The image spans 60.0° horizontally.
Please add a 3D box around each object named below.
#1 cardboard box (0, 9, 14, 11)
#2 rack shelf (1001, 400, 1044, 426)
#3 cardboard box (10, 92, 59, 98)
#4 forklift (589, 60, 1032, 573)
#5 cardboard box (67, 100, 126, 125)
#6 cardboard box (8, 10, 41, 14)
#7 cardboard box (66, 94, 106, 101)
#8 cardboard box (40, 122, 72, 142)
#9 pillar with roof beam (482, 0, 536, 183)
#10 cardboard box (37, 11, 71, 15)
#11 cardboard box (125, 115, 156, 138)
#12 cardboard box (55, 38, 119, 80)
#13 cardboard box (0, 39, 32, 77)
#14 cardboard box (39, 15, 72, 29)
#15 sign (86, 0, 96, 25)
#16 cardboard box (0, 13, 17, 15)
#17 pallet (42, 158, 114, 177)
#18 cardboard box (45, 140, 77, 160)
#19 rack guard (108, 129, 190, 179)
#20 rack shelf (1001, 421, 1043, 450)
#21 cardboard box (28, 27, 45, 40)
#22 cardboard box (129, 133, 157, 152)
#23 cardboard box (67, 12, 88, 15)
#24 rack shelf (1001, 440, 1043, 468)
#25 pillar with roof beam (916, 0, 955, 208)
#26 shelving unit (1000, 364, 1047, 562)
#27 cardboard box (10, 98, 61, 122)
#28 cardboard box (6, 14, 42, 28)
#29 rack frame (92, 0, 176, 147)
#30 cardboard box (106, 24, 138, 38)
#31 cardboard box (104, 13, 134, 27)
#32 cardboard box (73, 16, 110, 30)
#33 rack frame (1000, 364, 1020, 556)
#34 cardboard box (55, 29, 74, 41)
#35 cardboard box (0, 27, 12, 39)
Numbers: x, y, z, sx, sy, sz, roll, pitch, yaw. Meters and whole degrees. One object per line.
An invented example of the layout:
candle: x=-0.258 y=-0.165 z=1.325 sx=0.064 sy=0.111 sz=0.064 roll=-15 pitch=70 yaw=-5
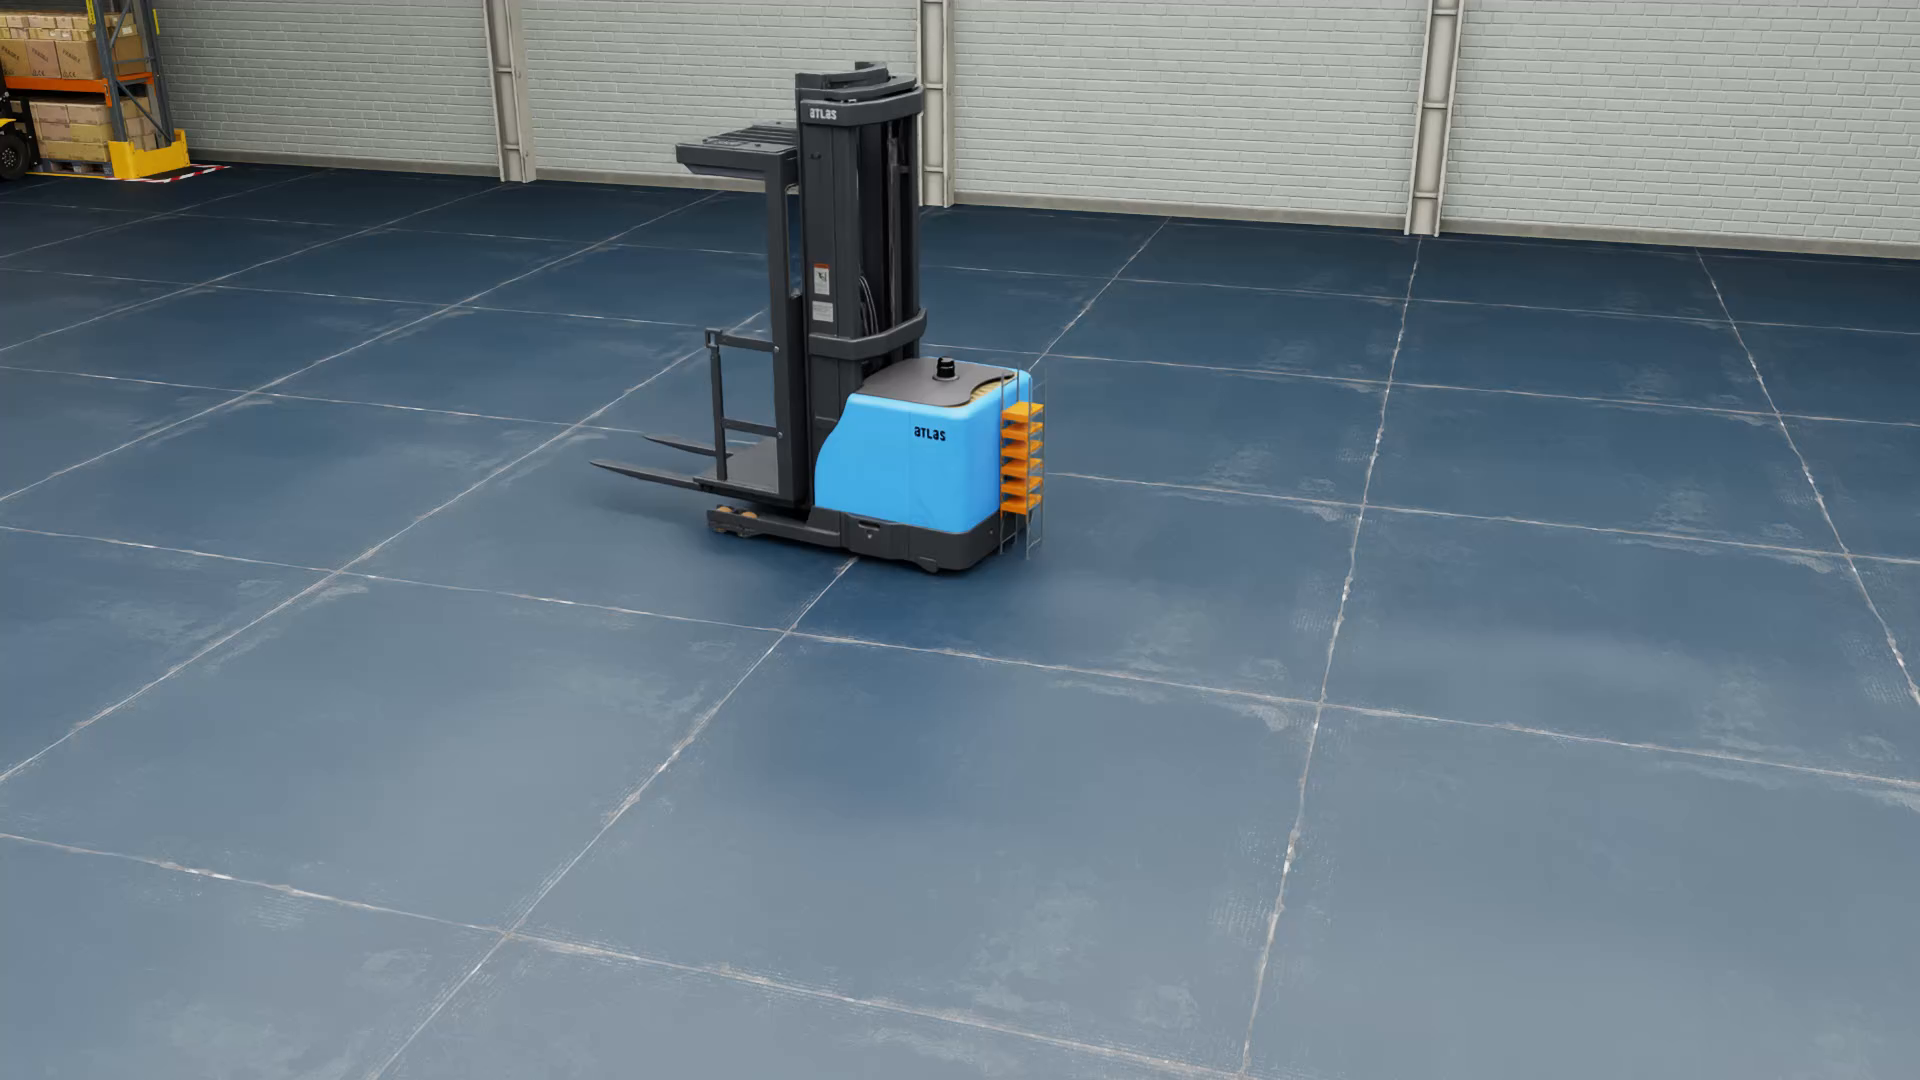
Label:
cardboard box: x=-13.603 y=-7.423 z=23.534 sx=0.250 sy=0.149 sz=0.380 roll=6 pitch=23 yaw=15
rack shelf: x=0.391 y=-0.768 z=10.229 sx=0.180 sy=0.103 sz=0.258 roll=11 pitch=25 yaw=25
cardboard box: x=-13.233 y=-6.254 z=23.817 sx=0.500 sy=0.250 sz=0.500 roll=6 pitch=23 yaw=14
forklift: x=-1.075 y=-1.535 z=10.650 sx=3.031 sy=2.935 sz=1.130 roll=11 pitch=25 yaw=25
cardboard box: x=-11.915 y=-5.899 z=22.952 sx=0.500 sy=0.250 sz=0.500 roll=7 pitch=23 yaw=17
cardboard box: x=-13.116 y=-7.356 z=23.371 sx=0.250 sy=0.149 sz=0.380 roll=7 pitch=23 yaw=16
cardboard box: x=-12.268 y=-6.137 z=23.531 sx=0.500 sy=0.250 sz=0.500 roll=7 pitch=23 yaw=16
cardboard box: x=-12.417 y=-5.730 z=23.196 sx=0.500 sy=0.250 sz=0.500 roll=6 pitch=23 yaw=15
pillar with roof beam: x=-7.289 y=-7.535 z=17.282 sx=0.400 sy=9.000 sz=9.100 roll=7 pitch=23 yaw=16
cardboard box: x=-12.633 y=-7.293 z=23.218 sx=0.250 sy=0.149 sz=0.380 roll=7 pitch=23 yaw=17
cardboard box: x=-11.774 y=-5.858 z=23.509 sx=0.500 sy=0.250 sz=0.500 roll=7 pitch=23 yaw=16
cardboard box: x=-11.931 y=-6.582 z=22.732 sx=0.500 sy=0.500 sz=0.500 roll=6 pitch=23 yaw=14
cardboard box: x=-12.915 y=-6.698 z=23.016 sx=0.500 sy=0.500 sz=0.500 roll=6 pitch=23 yaw=14
cardboard box: x=-12.291 y=-7.059 z=22.647 sx=0.250 sy=0.149 sz=0.380 roll=7 pitch=23 yaw=17
sign: x=-11.554 y=-7.027 z=22.111 sx=0.005 sy=0.325 sz=0.100 roll=7 pitch=23 yaw=16
cardboard box: x=-13.258 y=-7.190 z=22.968 sx=0.250 sy=0.149 sz=0.380 roll=7 pitch=23 yaw=16
pallet: x=-12.128 y=-5.356 z=23.549 sx=1.213 sy=0.211 sz=1.003 roll=7 pitch=23 yaw=16
cardboard box: x=-12.398 y=-5.494 z=23.282 sx=0.500 sy=0.250 sz=0.500 roll=7 pitch=23 yaw=15
rack guard: x=-11.361 y=-5.418 z=23.320 sx=0.348 sy=0.500 sz=1.175 roll=7 pitch=23 yaw=16
rack shelf: x=0.391 y=-0.657 z=10.274 sx=0.180 sy=0.103 sz=0.258 roll=11 pitch=25 yaw=25
cardboard box: x=-12.514 y=-6.959 z=22.797 sx=0.250 sy=0.149 sz=0.380 roll=6 pitch=23 yaw=15
cardboard box: x=-11.797 y=-5.624 z=23.599 sx=0.500 sy=0.250 sz=0.500 roll=7 pitch=23 yaw=16
cardboard box: x=-12.141 y=-7.241 z=23.091 sx=0.250 sy=0.149 sz=0.380 roll=7 pitch=23 yaw=17
rack shelf: x=0.391 y=-0.545 z=10.320 sx=0.180 sy=0.103 sz=0.258 roll=11 pitch=25 yaw=25
pillar with roof beam: x=-1.545 y=-6.877 z=15.678 sx=0.400 sy=9.000 sz=9.100 roll=7 pitch=23 yaw=16
shelving unit: x=0.391 y=-0.476 z=10.348 sx=0.189 sy=1.200 sz=0.258 roll=11 pitch=25 yaw=25
cardboard box: x=-12.891 y=-6.005 z=23.209 sx=0.500 sy=0.250 sz=0.500 roll=7 pitch=23 yaw=16
cardboard box: x=-12.789 y=-7.101 z=22.751 sx=0.250 sy=0.149 sz=0.380 roll=7 pitch=23 yaw=17
rack frame: x=-11.384 y=-6.577 z=22.852 sx=0.127 sy=3.000 sz=1.000 roll=7 pitch=23 yaw=16
cardboard box: x=-11.633 y=-7.055 z=23.031 sx=0.250 sy=0.149 sz=0.380 roll=6 pitch=23 yaw=14
cardboard box: x=-11.643 y=-7.176 z=22.933 sx=0.250 sy=0.149 sz=0.380 roll=6 pitch=23 yaw=14
cardboard box: x=-11.787 y=-7.024 z=22.563 sx=0.250 sy=0.149 sz=0.380 roll=7 pitch=23 yaw=16
rack frame: x=0.310 y=-0.492 z=10.388 sx=0.006 sy=1.200 sz=0.240 roll=11 pitch=25 yaw=25
cardboard box: x=-12.050 y=-6.877 z=22.597 sx=0.250 sy=0.149 sz=0.380 roll=7 pitch=23 yaw=16
cardboard box: x=-13.032 y=-6.992 z=22.876 sx=0.250 sy=0.149 sz=0.380 roll=7 pitch=23 yaw=16
